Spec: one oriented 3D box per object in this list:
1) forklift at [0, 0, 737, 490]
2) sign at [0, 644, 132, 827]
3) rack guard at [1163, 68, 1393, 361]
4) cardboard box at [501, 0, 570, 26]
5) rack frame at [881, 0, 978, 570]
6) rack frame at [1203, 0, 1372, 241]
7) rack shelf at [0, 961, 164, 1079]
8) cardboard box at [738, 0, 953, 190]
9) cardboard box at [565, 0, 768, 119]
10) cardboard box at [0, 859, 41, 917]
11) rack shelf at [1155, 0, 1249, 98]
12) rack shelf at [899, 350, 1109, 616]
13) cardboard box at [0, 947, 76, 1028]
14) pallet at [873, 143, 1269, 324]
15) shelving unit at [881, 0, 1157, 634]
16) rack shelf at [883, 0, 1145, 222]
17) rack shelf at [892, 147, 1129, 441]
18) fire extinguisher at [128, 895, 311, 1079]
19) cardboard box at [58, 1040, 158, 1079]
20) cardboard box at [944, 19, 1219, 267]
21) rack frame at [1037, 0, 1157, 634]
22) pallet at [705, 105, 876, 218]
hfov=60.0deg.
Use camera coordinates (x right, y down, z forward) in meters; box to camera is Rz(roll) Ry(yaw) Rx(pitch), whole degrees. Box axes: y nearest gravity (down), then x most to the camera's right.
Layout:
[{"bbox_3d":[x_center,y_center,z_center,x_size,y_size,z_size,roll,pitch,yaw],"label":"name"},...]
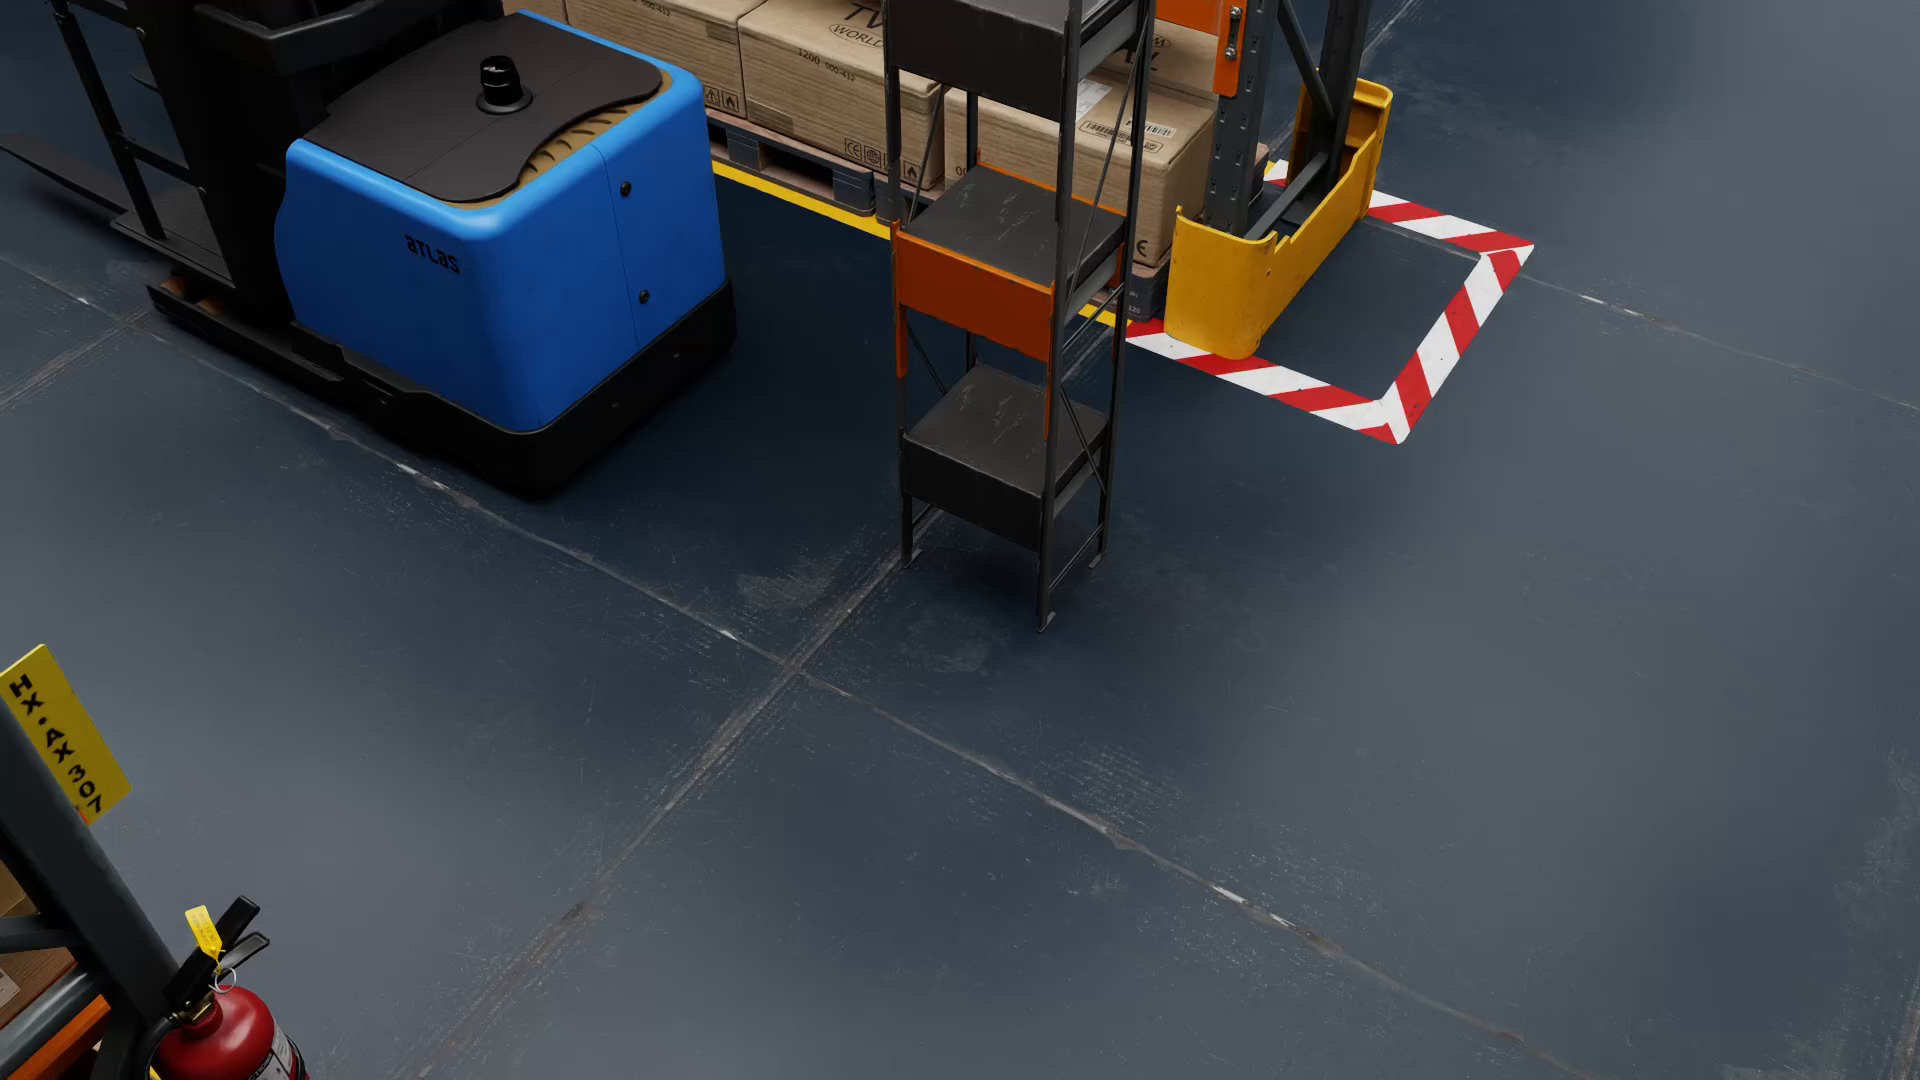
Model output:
[{"bbox_3d":[-2.295,-2.016,5.165,3.031,2.935,1.130,26,51,23],"label":"forklift"},{"bbox_3d":[-1.237,0.280,2.283,0.005,0.325,0.100,25,51,22],"label":"sign"},{"bbox_3d":[1.167,-1.209,6.076,0.348,0.500,1.175,25,51,22],"label":"rack guard"},{"bbox_3d":[-1.749,-2.583,7.162,0.875,0.438,0.875,24,50,22],"label":"cardboard box"},{"bbox_3d":[-0.066,-0.762,4.526,0.015,2.100,0.400,25,51,22],"label":"rack frame"},{"bbox_3d":[1.147,-2.089,5.188,0.127,3.000,1.000,25,51,22],"label":"rack frame"},{"bbox_3d":[-3.213,0.385,3.286,4.000,0.370,1.077,25,51,22],"label":"rack shelf"},{"bbox_3d":[-0.237,-1.887,6.486,0.875,0.438,0.875,26,51,23],"label":"cardboard box"},{"bbox_3d":[-0.995,-2.237,6.826,0.875,0.438,0.875,23,50,21],"label":"cardboard box"},{"bbox_3d":[-1.766,0.519,2.551,0.500,0.250,0.500,25,51,22],"label":"cardboard box"},{"bbox_3d":[-0.536,-2.613,6.199,4.000,0.370,1.077,25,51,22],"label":"rack shelf"},{"bbox_3d":[0.139,-0.170,4.946,0.480,0.518,0.431,25,51,22],"label":"rack shelf"},{"bbox_3d":[-1.658,0.704,2.650,0.250,0.149,0.380,24,51,22],"label":"cardboard box"},{"bbox_3d":[0.432,-1.379,6.443,1.213,0.211,1.003,25,51,22],"label":"pallet"},{"bbox_3d":[0.139,-0.668,4.435,0.503,2.100,0.431,25,51,22],"label":"shelving unit"},{"bbox_3d":[0.139,-1.146,3.942,0.480,0.518,0.431,25,51,22],"label":"rack shelf"},{"bbox_3d":[0.139,-0.658,4.444,0.480,0.518,0.431,25,51,22],"label":"rack shelf"},{"bbox_3d":[-1.156,0.844,2.652,0.183,0.674,0.296,25,51,22],"label":"fire extinguisher"},{"bbox_3d":[-1.993,1.339,3.306,0.637,0.503,0.797,23,50,21],"label":"cardboard box"},{"bbox_3d":[0.538,-1.538,6.146,0.875,0.438,0.875,23,50,21],"label":"cardboard box"},{"bbox_3d":[0.345,-0.573,4.343,0.015,2.100,0.400,25,51,22],"label":"rack frame"},{"bbox_3d":[-0.591,-1.852,6.903,1.213,0.211,1.003,25,51,22],"label":"pallet"}]
